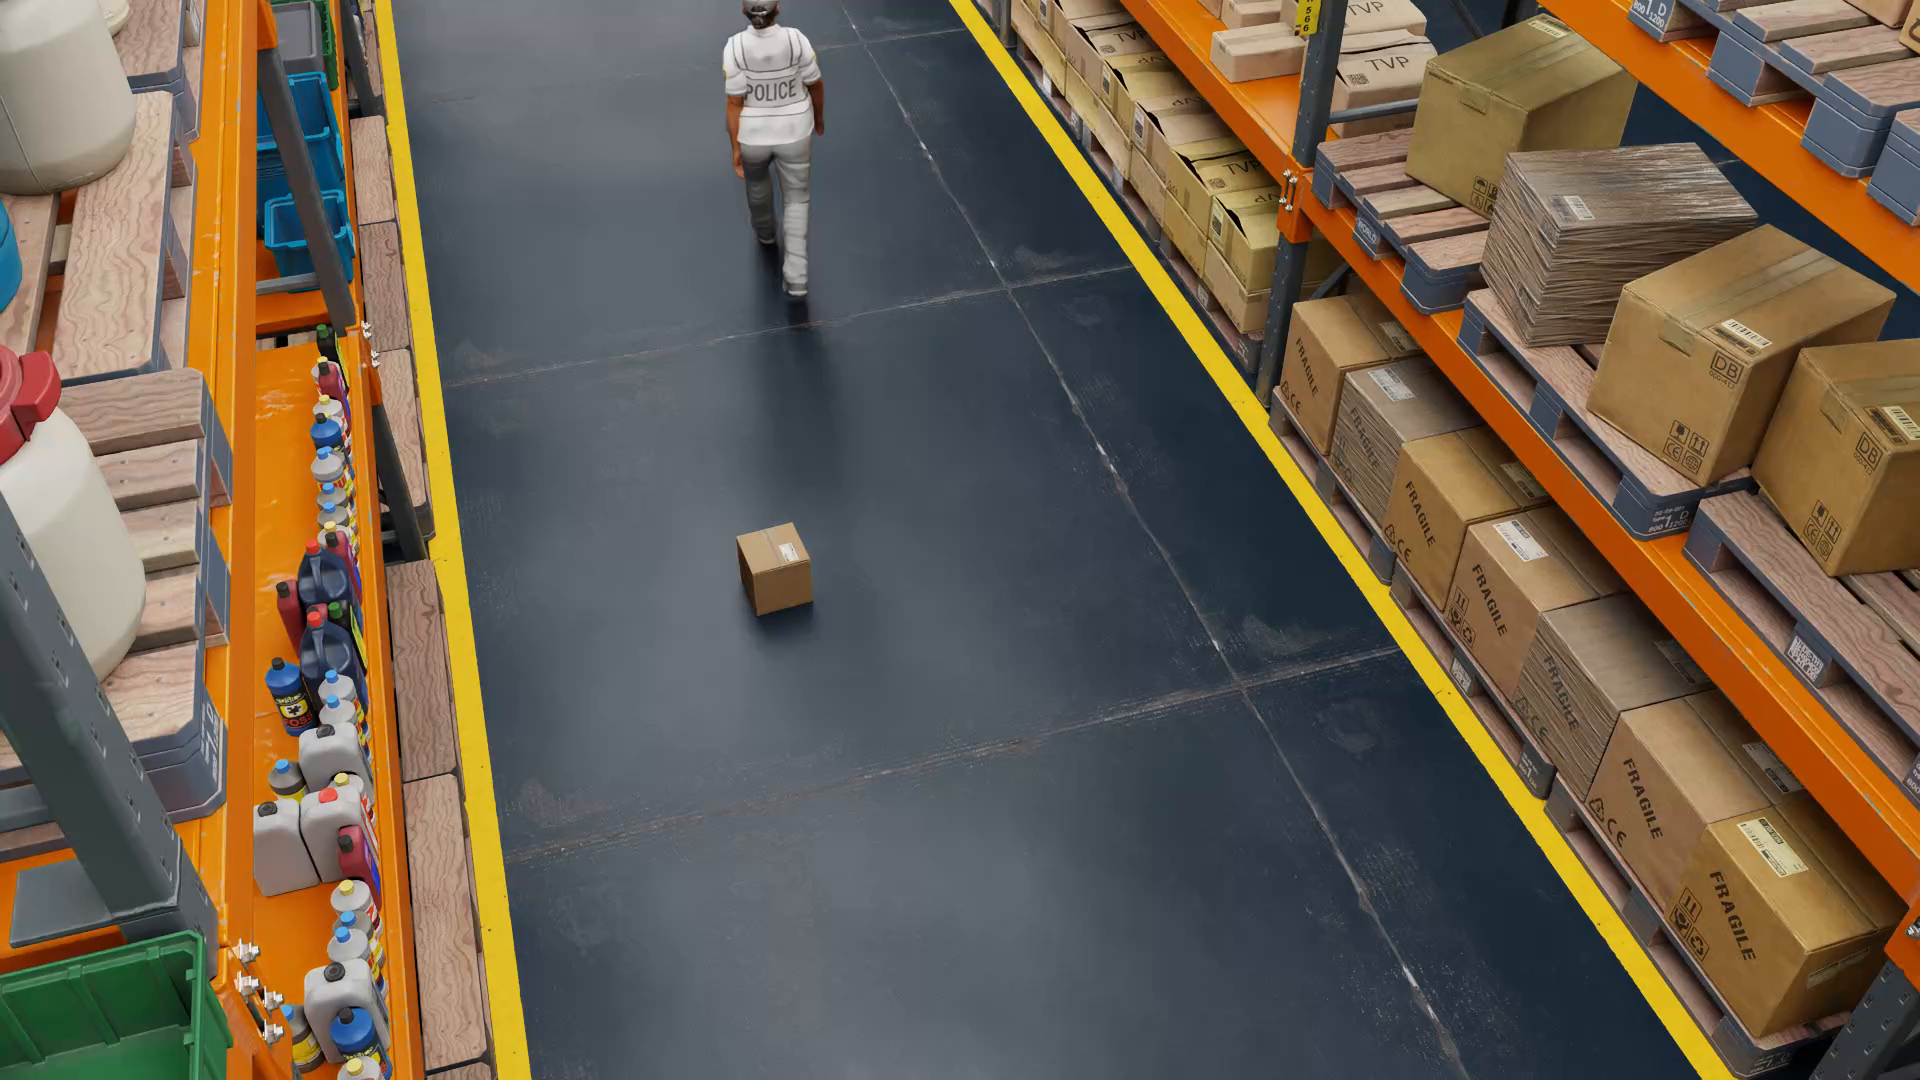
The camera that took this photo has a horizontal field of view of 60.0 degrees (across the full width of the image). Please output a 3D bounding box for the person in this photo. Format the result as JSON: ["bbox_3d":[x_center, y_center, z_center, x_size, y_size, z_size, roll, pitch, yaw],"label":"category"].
[{"bbox_3d":[-0.933,-2.077,8.425,0.511,1.612,1.009,-4,43,-5],"label":"person"}]
